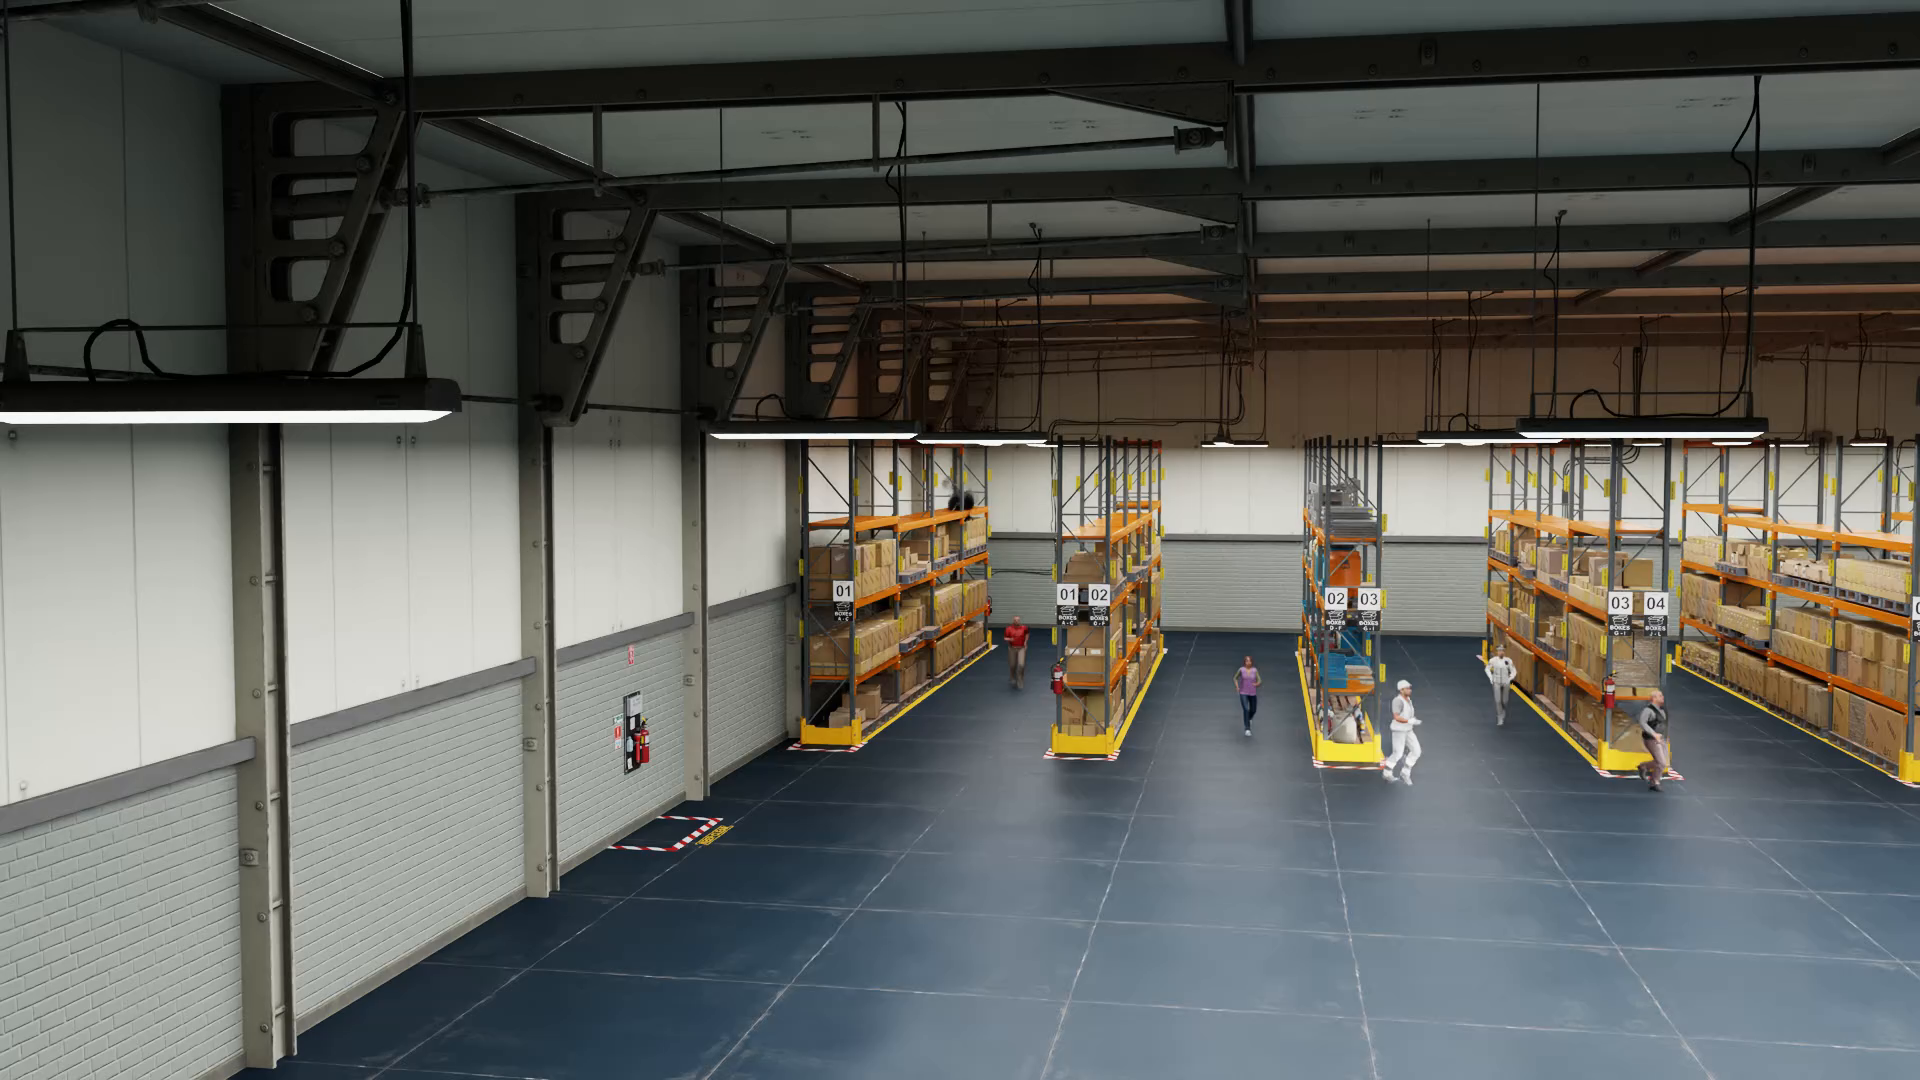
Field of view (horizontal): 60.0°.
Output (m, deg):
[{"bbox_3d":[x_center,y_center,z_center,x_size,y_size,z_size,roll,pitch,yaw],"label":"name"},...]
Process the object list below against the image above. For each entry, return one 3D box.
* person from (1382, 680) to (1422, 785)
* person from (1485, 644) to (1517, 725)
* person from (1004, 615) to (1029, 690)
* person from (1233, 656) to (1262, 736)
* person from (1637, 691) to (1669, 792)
[{"bbox_3d":[7.603,3.306,28.446,0.728,1.830,0.684,3,4,44],"label":"person"},{"bbox_3d":[11.328,3.006,34.837,0.632,1.672,0.719,1,3,14],"label":"person"},{"bbox_3d":[1.357,2.704,40.033,0.603,1.783,0.866,0,3,3],"label":"person"},{"bbox_3d":[5.797,3.116,33.520,0.547,1.570,0.822,0,3,2],"label":"person"},{"bbox_3d":[11.684,3.373,28.070,0.693,1.687,0.610,-2,4,-38],"label":"person"}]
